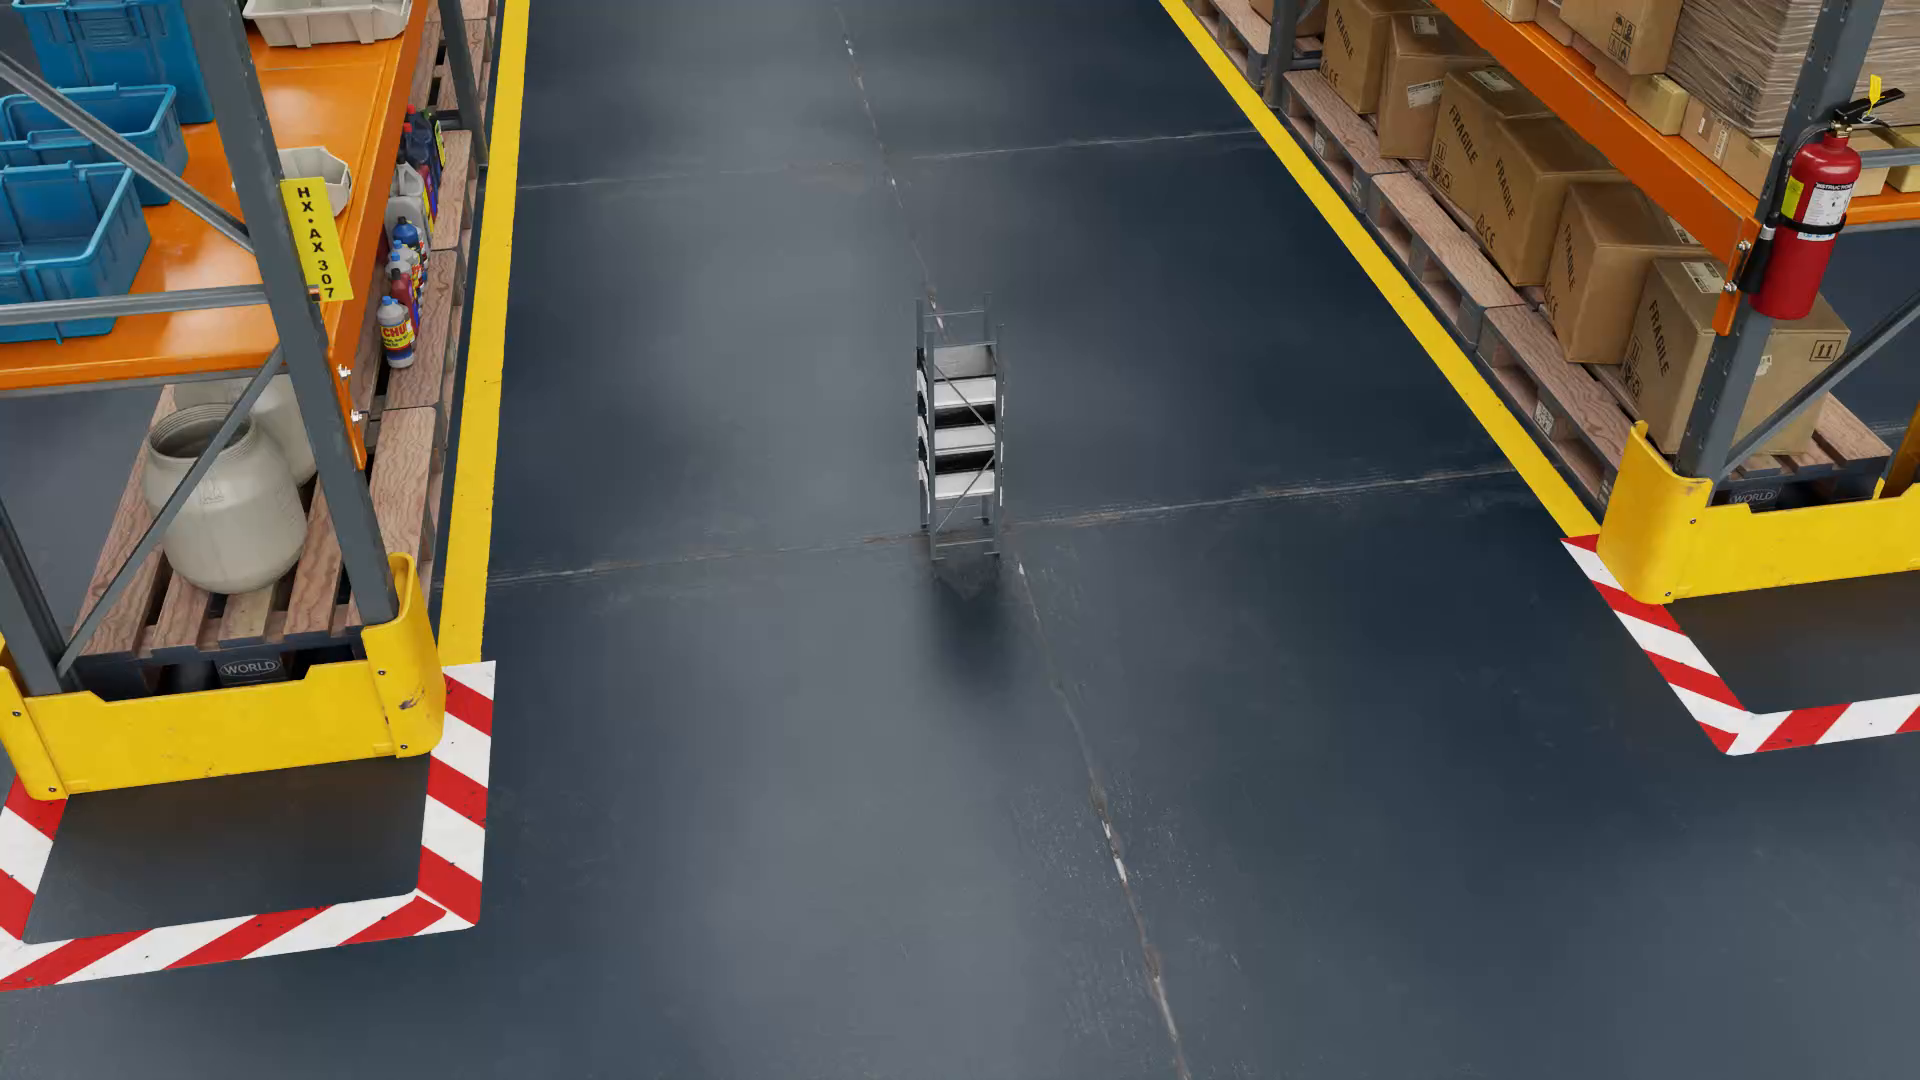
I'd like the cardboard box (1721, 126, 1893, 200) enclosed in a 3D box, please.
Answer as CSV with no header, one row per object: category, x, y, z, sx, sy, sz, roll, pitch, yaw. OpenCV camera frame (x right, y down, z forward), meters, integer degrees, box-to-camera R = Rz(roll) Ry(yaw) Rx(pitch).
cardboard box,2.533,-1.138,4.974,0.380,0.149,0.250,-6,38,-8

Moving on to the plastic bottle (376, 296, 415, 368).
plastic bottle,-2.101,-0.779,6.173,0.097,0.271,0.097,0,38,0

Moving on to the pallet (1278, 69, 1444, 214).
pallet,2.237,-2.000,8.152,1.003,0.211,1.213,-6,38,-8

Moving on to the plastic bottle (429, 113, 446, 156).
plastic bottle,-2.421,-1.853,7.613,0.097,0.201,0.097,0,38,0

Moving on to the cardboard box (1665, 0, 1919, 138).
cardboard box,2.717,-1.579,5.014,0.875,0.500,0.500,-6,38,-8

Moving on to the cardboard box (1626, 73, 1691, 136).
cardboard box,2.395,-1.434,5.356,0.380,0.149,0.250,-6,38,-8

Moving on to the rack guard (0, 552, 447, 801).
rack guard,-2.150,0.392,4.838,1.175,0.500,0.348,-6,38,-8

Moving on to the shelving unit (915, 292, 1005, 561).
shelving unit,-0.001,-0.360,5.480,0.258,0.900,0.210,-6,38,-8

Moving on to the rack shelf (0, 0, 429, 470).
rack shelf,-2.441,-1.478,5.794,1.077,0.370,4.000,-6,38,-8

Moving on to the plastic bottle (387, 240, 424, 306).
plastic bottle,-2.179,-1.047,6.518,0.097,0.271,0.097,0,38,0

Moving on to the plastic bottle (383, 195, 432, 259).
plastic bottle,-2.280,-1.301,6.841,0.152,0.276,0.135,-6,38,-7

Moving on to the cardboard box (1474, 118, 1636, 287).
cardboard box,2.464,-1.382,6.779,0.500,0.500,0.500,-3,38,-4

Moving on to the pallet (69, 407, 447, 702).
pallet,-2.287,0.015,5.559,1.003,0.211,1.213,-6,38,-8

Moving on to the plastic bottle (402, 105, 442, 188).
plastic bottle,-2.395,-1.740,7.345,0.144,0.351,0.185,-7,38,-9

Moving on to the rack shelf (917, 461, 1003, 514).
rack shelf,-0.001,-0.192,5.611,0.258,0.077,0.200,-6,38,-8

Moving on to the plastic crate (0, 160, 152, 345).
plastic crate,-2.472,-0.766,4.412,0.499,0.251,0.616,-6,38,-8

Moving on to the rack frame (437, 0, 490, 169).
rack frame,-2.791,-2.970,7.128,1.000,3.000,0.127,-6,38,-8

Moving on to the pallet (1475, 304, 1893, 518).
pallet,2.665,-0.526,6.255,1.003,0.211,1.213,-6,38,-8

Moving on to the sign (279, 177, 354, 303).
sign,-1.548,-0.720,4.006,0.100,0.325,0.005,-6,38,-8

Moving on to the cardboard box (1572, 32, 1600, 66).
cardboard box,2.364,-1.742,5.753,0.380,0.149,0.250,-6,38,-8

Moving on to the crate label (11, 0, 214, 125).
crate label,-2.679,-1.651,5.401,0.502,0.435,0.616,-6,38,-8

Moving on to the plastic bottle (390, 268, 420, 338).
plastic bottle,-2.123,-0.923,6.348,0.061,0.283,0.133,-6,38,-7

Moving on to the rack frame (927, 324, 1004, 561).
rack frame,0.016,-0.299,5.401,0.240,0.900,0.006,-6,38,-8

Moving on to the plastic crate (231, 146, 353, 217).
plastic crate,-1.930,-1.025,4.840,0.298,0.136,0.250,-6,38,-8

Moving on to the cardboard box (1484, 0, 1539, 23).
cardboard box,2.167,-2.032,6.126,0.380,0.149,0.250,-6,38,-8

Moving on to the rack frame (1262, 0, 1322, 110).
rack frame,2.085,-3.503,7.814,1.000,3.000,0.127,-6,38,-8

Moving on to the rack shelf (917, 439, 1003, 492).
rack shelf,-0.001,-0.263,5.556,0.258,0.077,0.200,-6,38,-8

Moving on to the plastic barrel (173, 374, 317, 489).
plastic barrel,-2.369,-0.430,5.544,0.421,0.512,0.421,0,38,0

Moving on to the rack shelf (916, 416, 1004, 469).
rack shelf,-0.001,-0.334,5.501,0.258,0.077,0.200,-6,38,-8

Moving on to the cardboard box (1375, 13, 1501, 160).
cardboard box,2.224,-2.091,7.691,0.500,0.500,0.500,5,38,7

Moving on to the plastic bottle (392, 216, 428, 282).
plastic bottle,-2.214,-1.169,6.675,0.097,0.271,0.097,0,38,0

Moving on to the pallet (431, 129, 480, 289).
pallet,-2.715,-1.459,7.456,1.003,0.211,1.213,-6,38,-8

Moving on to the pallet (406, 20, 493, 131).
pallet,-2.967,-2.339,8.589,1.003,0.211,1.213,-6,38,-8

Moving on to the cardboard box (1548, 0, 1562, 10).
cardboard box,2.466,-2.175,5.781,0.875,0.500,0.500,-6,38,-8

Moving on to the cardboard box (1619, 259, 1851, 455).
cardboard box,2.693,-0.645,5.830,0.500,0.500,0.500,0,38,1

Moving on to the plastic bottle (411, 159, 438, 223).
plastic bottle,-2.291,-1.504,7.096,0.061,0.283,0.133,-4,38,-5
